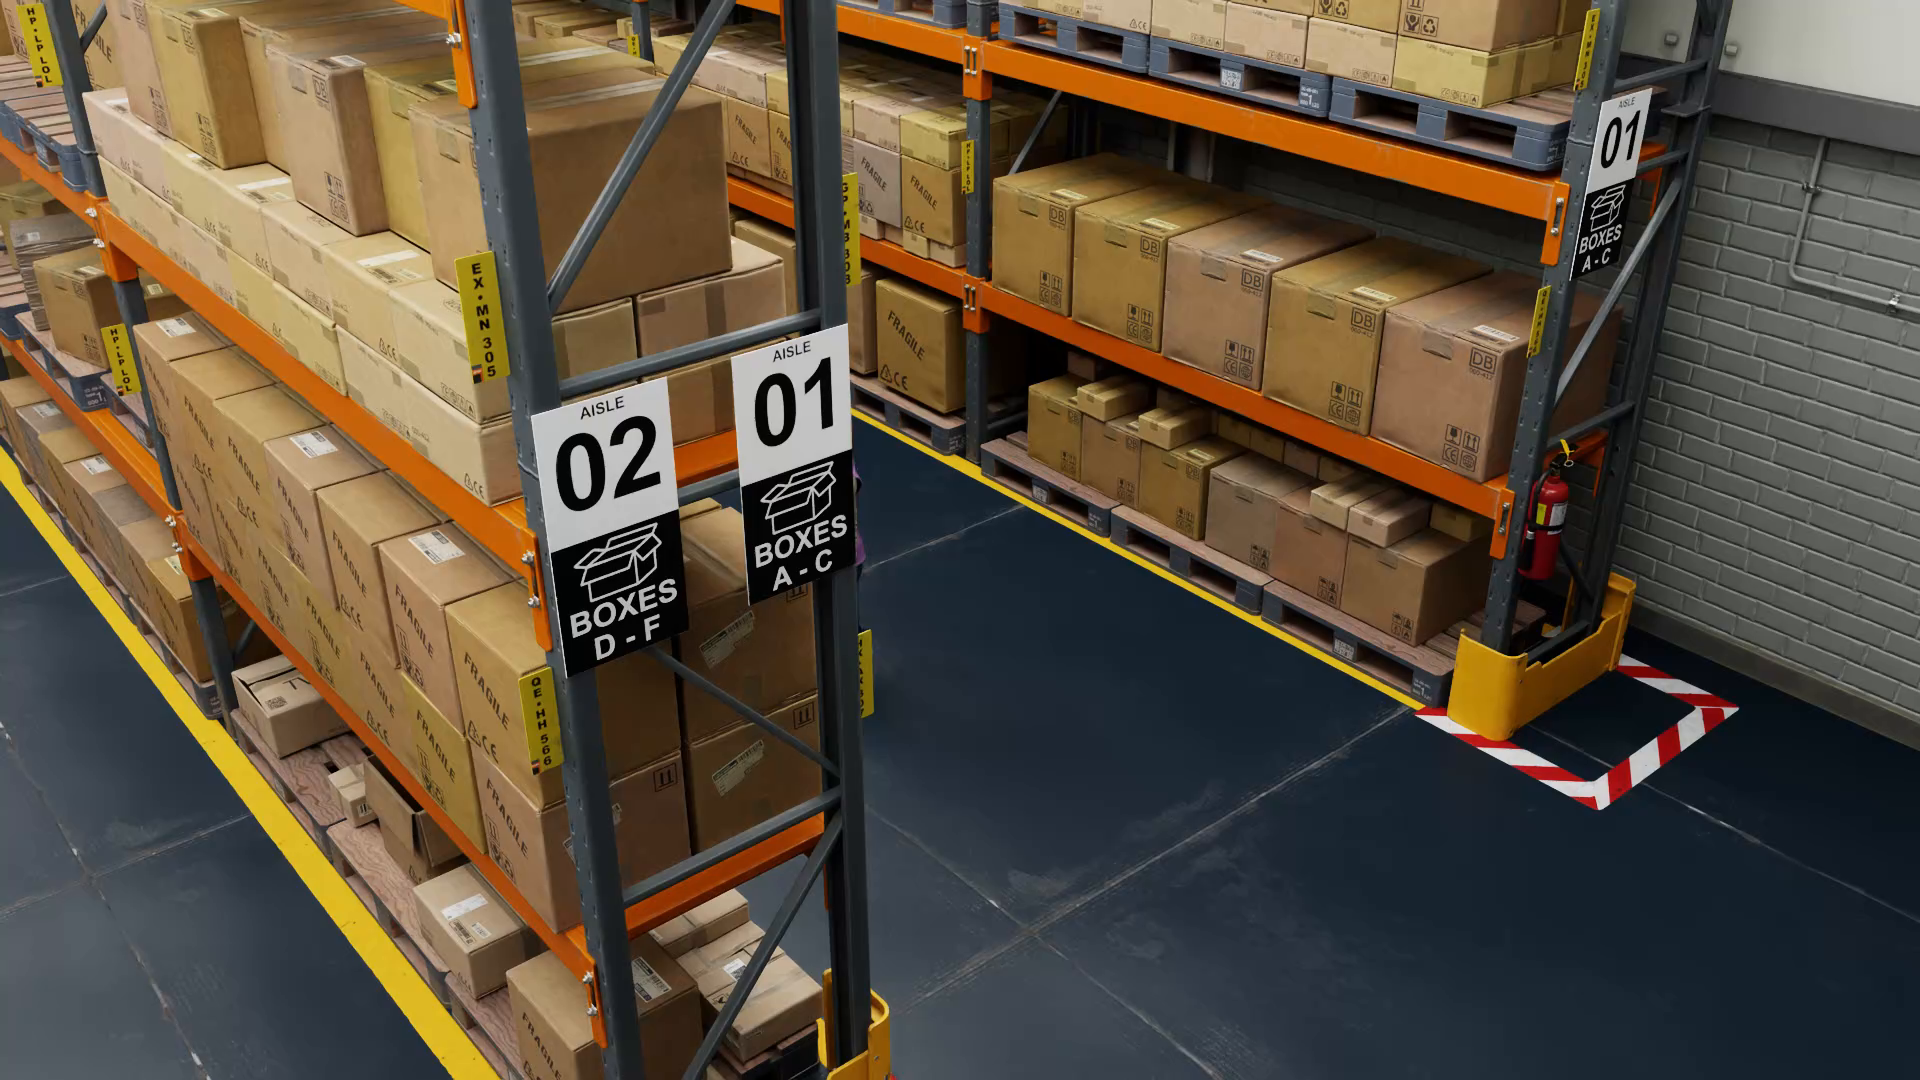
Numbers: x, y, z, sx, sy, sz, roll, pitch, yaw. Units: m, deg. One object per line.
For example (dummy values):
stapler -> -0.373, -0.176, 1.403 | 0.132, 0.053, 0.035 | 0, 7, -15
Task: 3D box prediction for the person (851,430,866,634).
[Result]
person -> -0.677, 0.122, 8.447 | 0.382, 1.621, 0.453 | -12, 31, -20
